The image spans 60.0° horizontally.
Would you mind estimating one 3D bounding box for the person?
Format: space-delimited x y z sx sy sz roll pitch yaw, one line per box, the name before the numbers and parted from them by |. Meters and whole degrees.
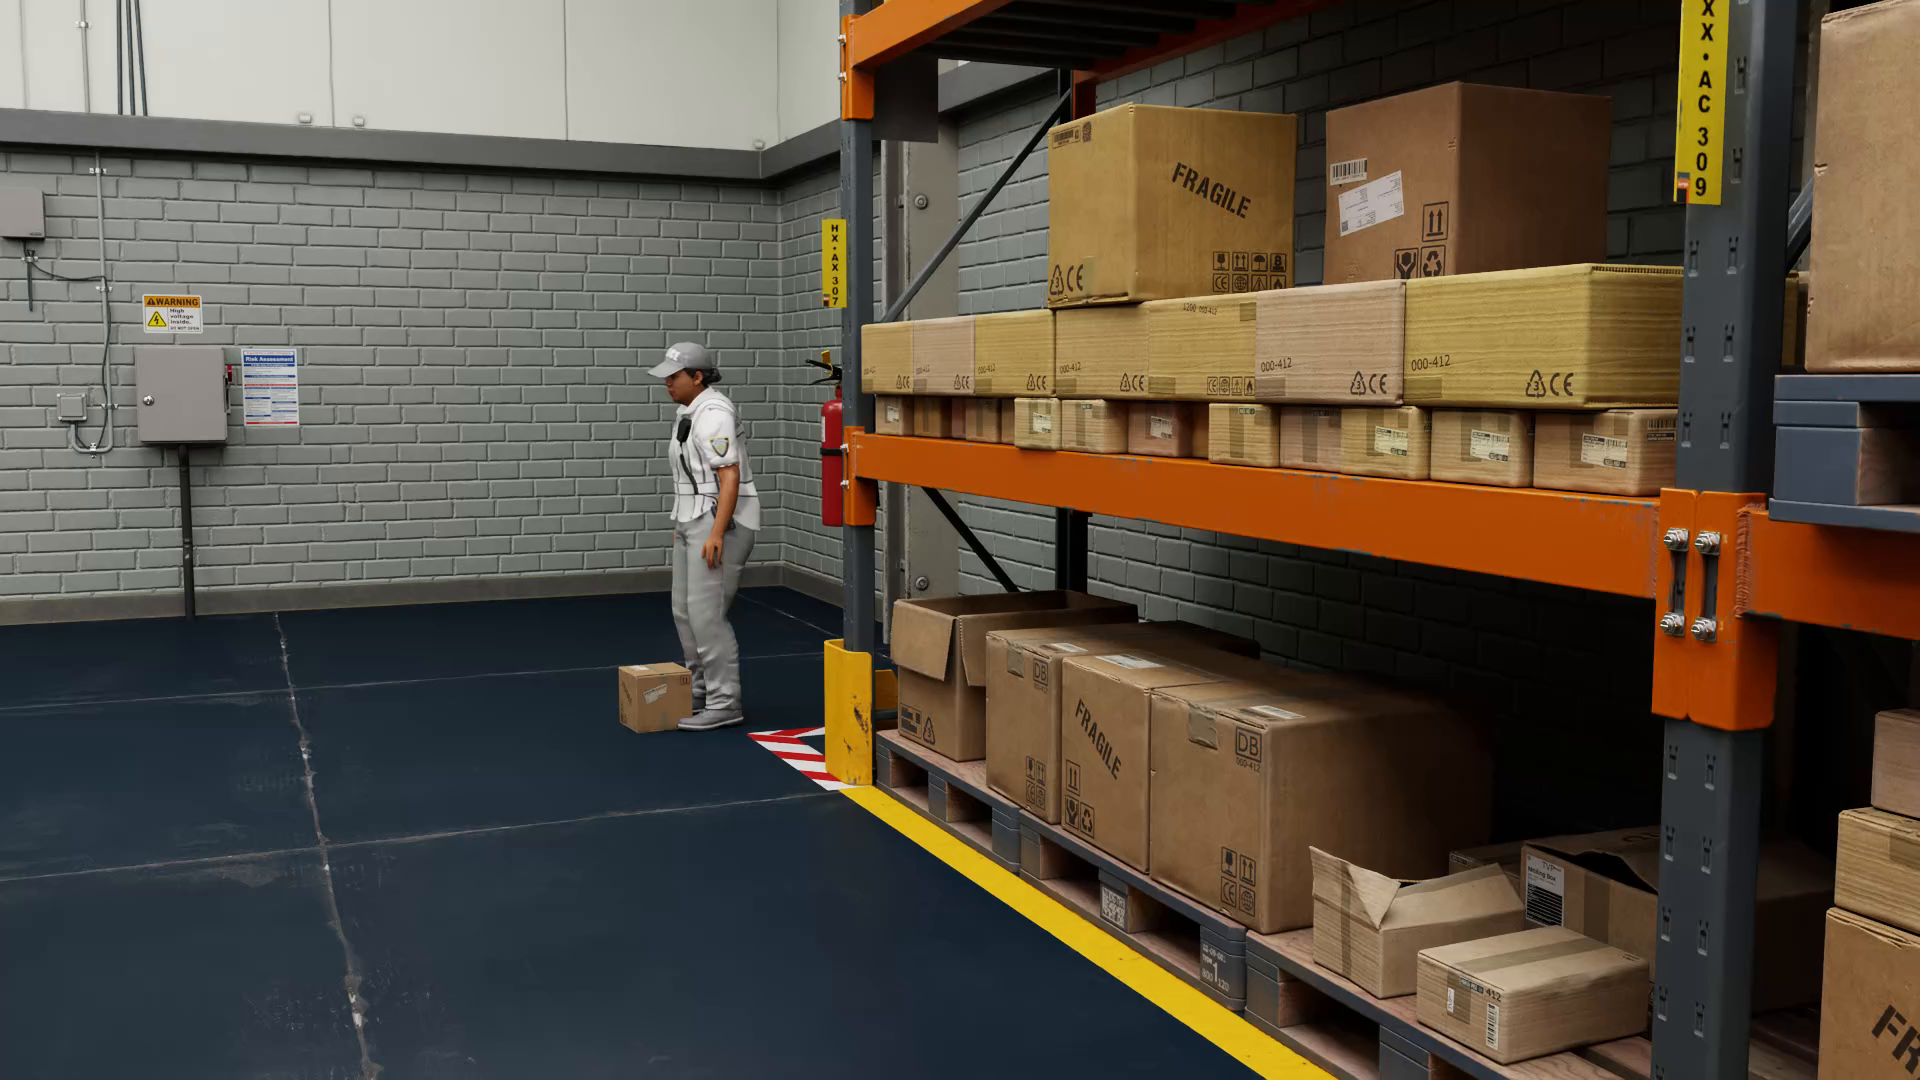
person | -1.129 -0.028 7.261 0.471 1.666 0.553 -3 6 -25
